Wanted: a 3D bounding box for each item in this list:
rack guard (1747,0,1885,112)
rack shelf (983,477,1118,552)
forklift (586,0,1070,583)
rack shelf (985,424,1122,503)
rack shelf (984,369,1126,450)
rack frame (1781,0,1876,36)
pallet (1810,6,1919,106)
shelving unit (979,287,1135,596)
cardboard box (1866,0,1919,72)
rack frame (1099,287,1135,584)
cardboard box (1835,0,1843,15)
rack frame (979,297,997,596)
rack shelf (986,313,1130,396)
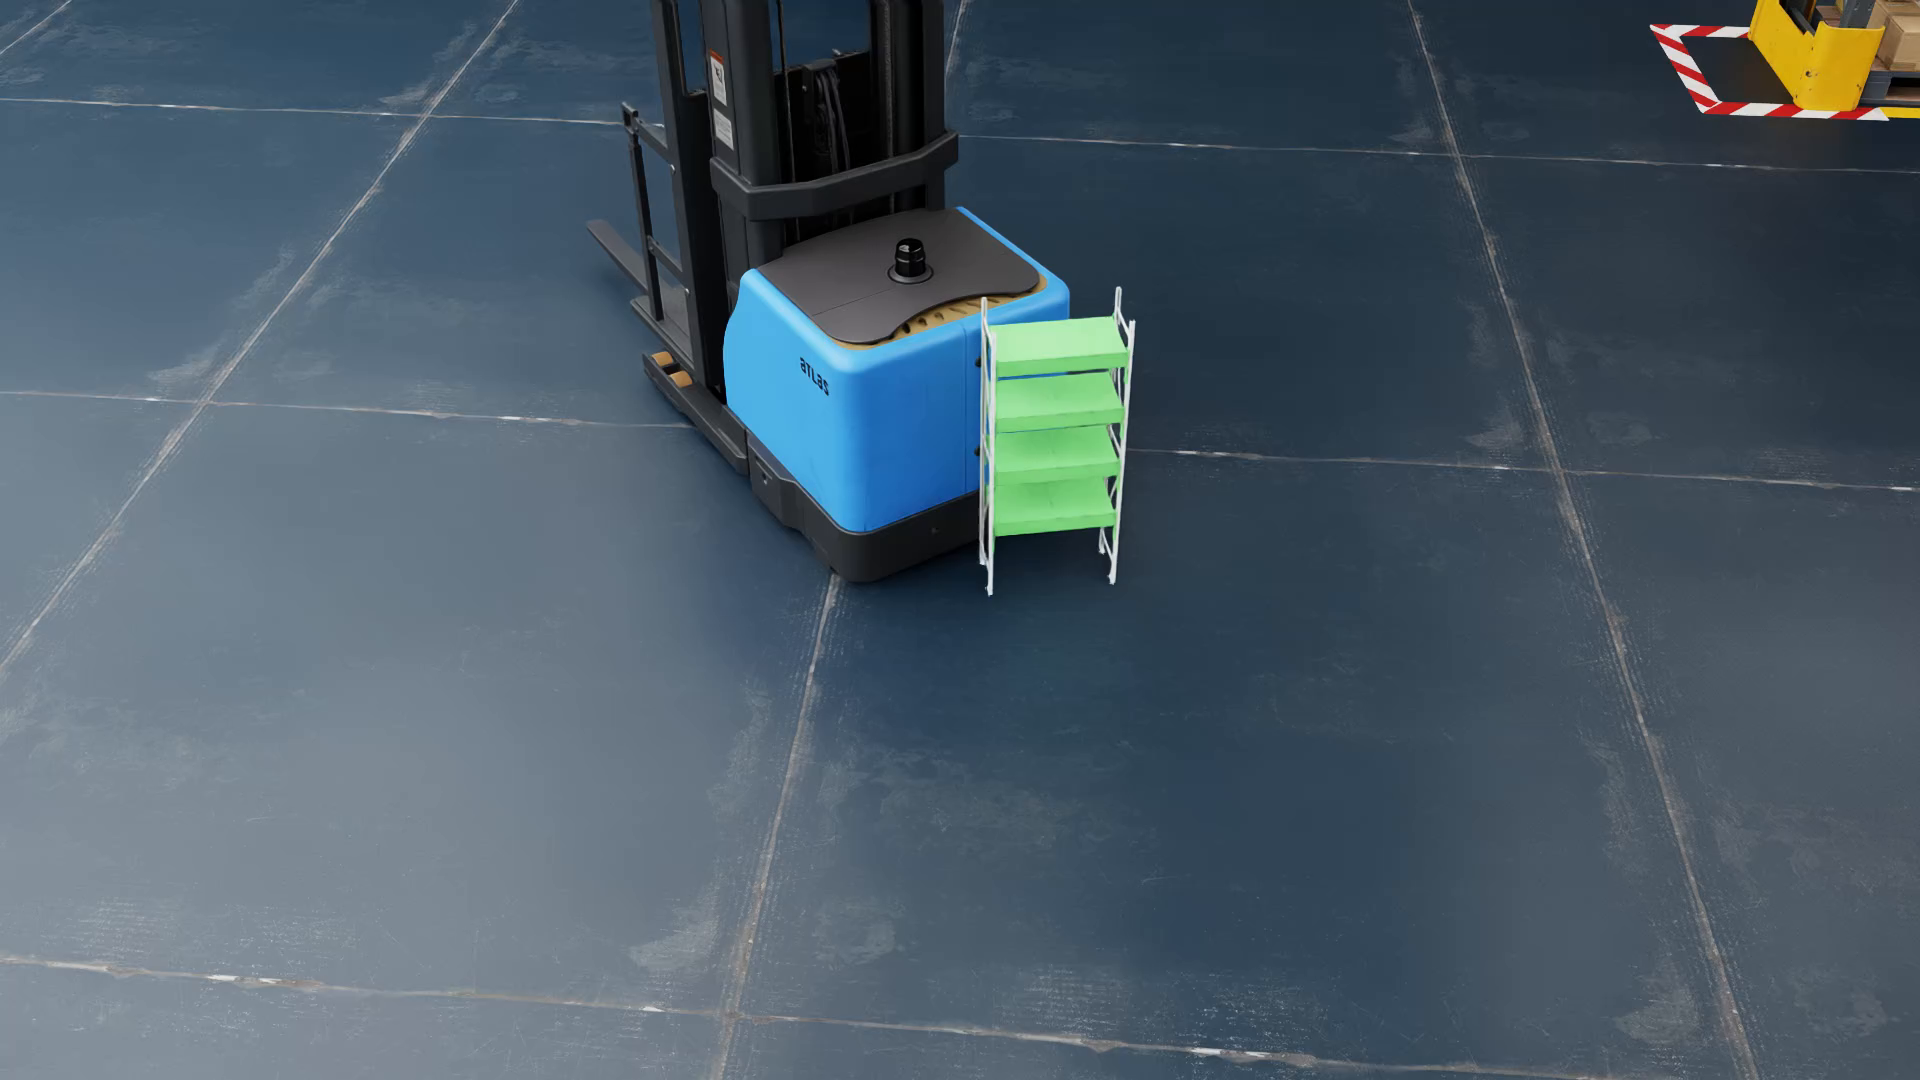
[{"bbox_3d":[5.217,-3.111,10.176,0.348,0.500,1.175,3,39,4],"label":"rack guard"},{"bbox_3d":[0.343,-0.109,6.415,0.480,0.148,0.258,-5,39,-6],"label":"rack shelf"},{"bbox_3d":[-0.785,-1.873,6.729,1.130,2.935,3.031,-22,44,-25],"label":"forklift"},{"bbox_3d":[0.343,-0.295,6.263,0.480,0.148,0.258,-5,39,-6],"label":"rack shelf"},{"bbox_3d":[0.343,-0.481,6.112,0.480,0.148,0.258,-5,39,-6],"label":"rack shelf"},{"bbox_3d":[5.241,-4.079,9.386,0.127,3.000,1.000,3,39,4],"label":"rack frame"},{"bbox_3d":[6.006,-2.983,10.247,1.213,0.211,1.003,3,39,4],"label":"pallet"},{"bbox_3d":[0.343,-0.345,6.223,0.503,1.200,0.258,-5,39,-6],"label":"shelving unit"},{"bbox_3d":[5.756,-3.007,9.913,0.500,0.250,0.500,3,39,4],"label":"cardboard box"},{"bbox_3d":[0.585,-0.367,6.250,0.015,1.200,0.240,-5,39,-6],"label":"rack frame"},{"bbox_3d":[5.801,-3.332,10.313,0.500,0.250,0.500,3,39,4],"label":"cardboard box"},{"bbox_3d":[0.102,-0.322,6.196,0.015,1.200,0.240,-5,39,-6],"label":"rack frame"},{"bbox_3d":[0.343,-0.667,5.960,0.480,0.148,0.258,-5,39,-6],"label":"rack shelf"}]
